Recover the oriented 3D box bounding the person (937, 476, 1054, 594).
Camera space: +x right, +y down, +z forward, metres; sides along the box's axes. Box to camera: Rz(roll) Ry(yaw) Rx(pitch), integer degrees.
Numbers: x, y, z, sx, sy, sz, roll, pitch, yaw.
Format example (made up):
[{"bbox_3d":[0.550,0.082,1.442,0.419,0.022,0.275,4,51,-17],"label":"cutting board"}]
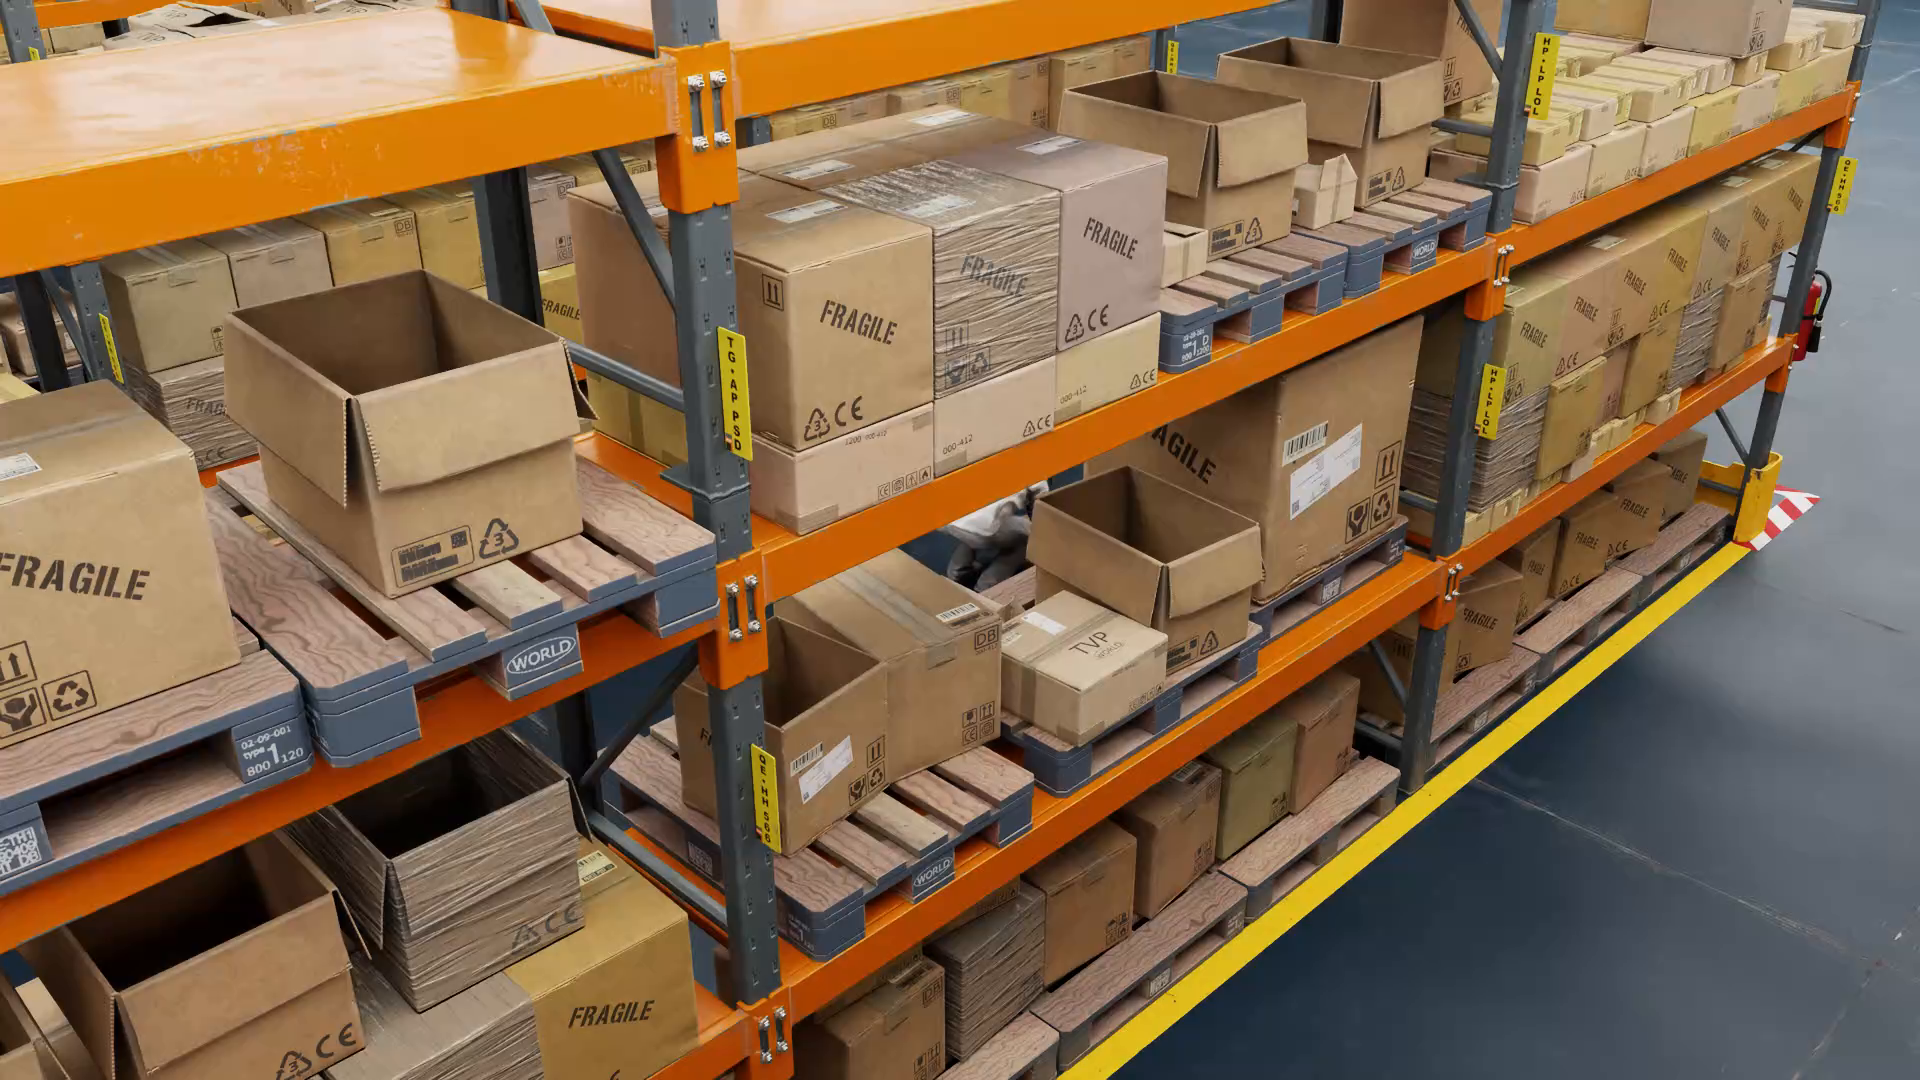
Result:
[{"bbox_3d":[0.253,-0.122,9.910,0.506,0.804,0.997,23,36,37],"label":"person"}]
